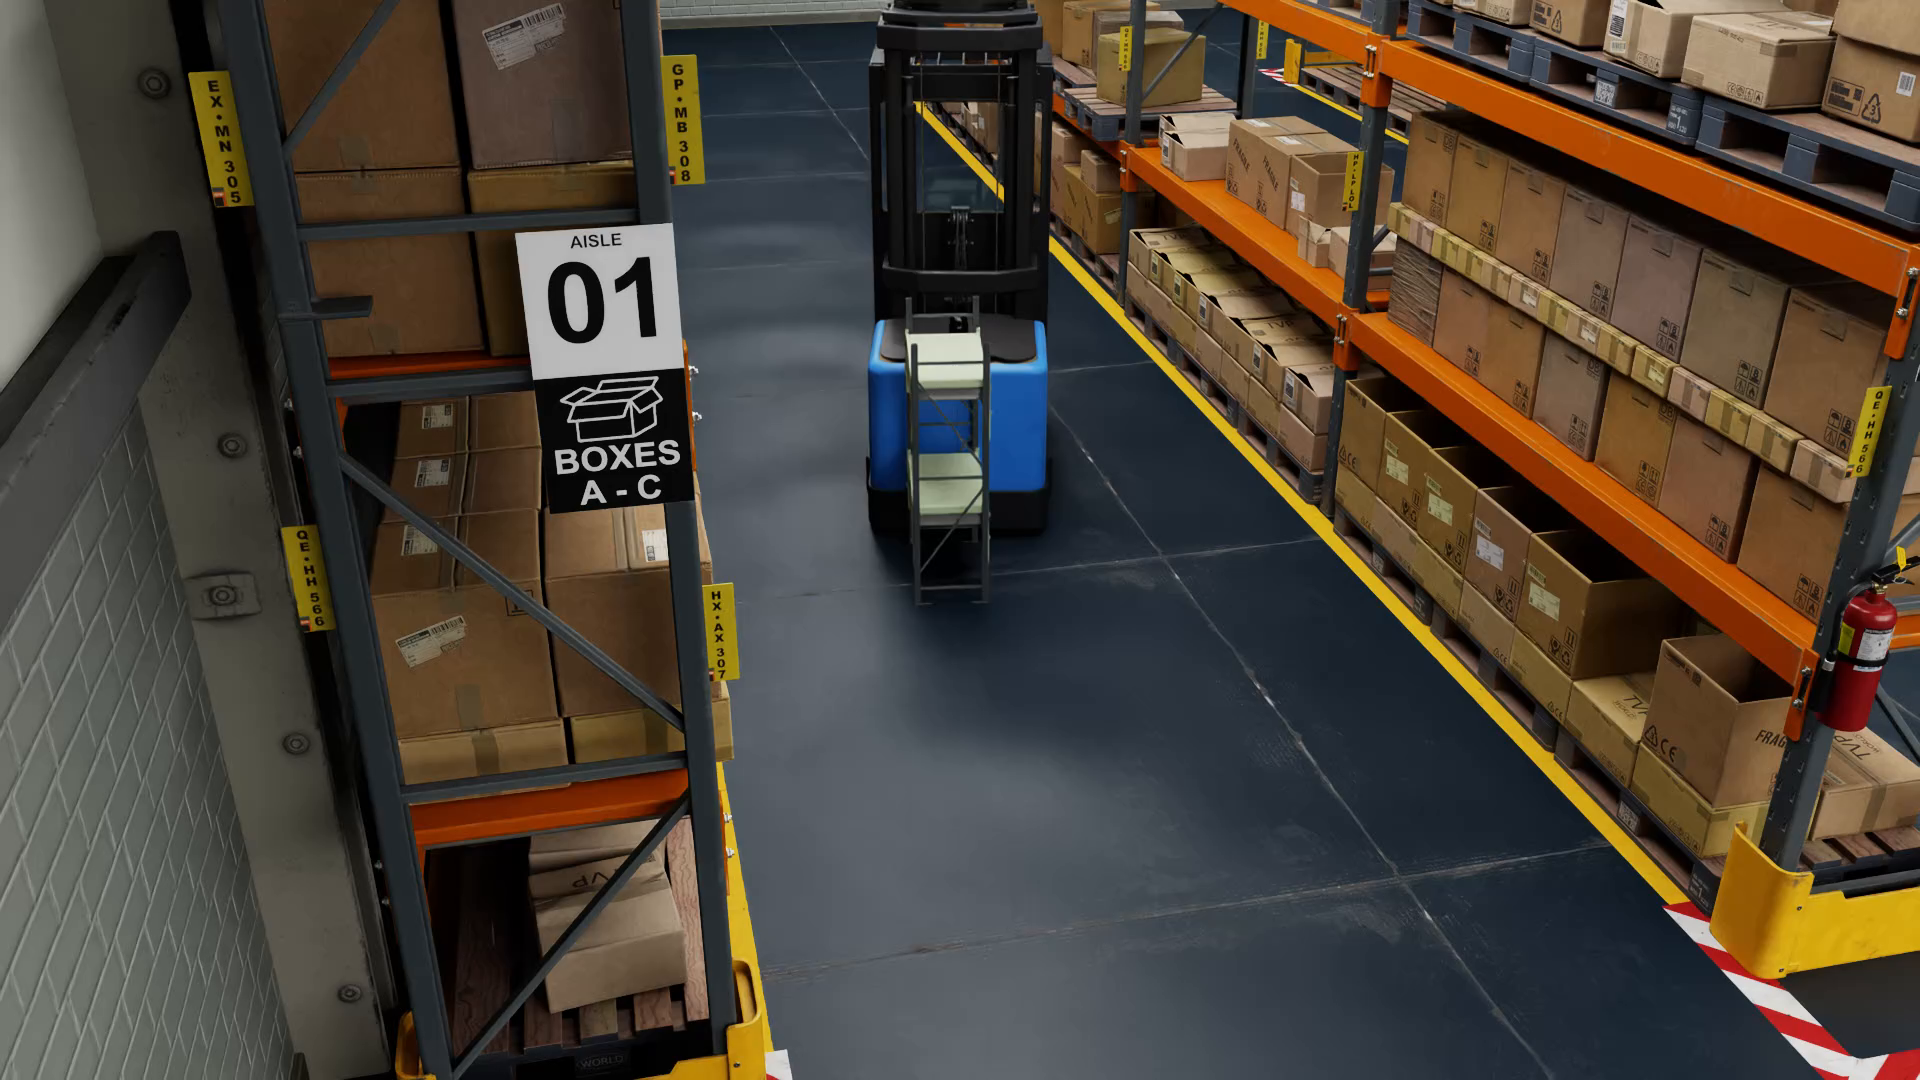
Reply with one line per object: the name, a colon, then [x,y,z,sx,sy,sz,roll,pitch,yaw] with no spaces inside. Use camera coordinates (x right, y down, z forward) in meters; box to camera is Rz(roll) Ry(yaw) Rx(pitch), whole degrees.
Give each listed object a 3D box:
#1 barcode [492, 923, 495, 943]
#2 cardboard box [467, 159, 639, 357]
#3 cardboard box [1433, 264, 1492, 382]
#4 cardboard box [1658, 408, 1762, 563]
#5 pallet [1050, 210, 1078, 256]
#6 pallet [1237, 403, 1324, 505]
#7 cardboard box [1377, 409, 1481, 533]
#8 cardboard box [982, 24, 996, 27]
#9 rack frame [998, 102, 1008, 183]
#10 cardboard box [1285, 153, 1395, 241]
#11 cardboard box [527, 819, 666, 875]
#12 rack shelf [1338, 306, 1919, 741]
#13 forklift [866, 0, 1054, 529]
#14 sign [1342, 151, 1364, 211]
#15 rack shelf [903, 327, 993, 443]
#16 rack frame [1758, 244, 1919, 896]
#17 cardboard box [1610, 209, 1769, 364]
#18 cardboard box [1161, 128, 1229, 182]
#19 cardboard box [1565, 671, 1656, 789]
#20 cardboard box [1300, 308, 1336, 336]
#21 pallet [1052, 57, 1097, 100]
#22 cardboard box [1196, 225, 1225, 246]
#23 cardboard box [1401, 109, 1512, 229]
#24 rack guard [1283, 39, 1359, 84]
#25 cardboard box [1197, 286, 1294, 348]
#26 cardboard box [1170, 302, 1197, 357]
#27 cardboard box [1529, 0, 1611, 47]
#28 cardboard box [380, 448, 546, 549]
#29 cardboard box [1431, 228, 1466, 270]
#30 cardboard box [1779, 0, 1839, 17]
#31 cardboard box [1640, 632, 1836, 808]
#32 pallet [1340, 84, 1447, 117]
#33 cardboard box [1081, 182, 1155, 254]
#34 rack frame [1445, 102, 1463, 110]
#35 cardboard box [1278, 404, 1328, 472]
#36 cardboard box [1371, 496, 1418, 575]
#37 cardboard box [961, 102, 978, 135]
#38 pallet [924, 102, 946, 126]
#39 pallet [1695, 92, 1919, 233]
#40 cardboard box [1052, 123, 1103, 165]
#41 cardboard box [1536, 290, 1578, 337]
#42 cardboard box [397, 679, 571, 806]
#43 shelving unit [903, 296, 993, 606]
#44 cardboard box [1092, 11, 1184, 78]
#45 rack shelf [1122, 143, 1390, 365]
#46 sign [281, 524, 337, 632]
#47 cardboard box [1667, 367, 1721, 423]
barcode: [-1.701,1.437,6.060,0.001,0.075,0.075,-6,27,-12]
cardboard box: [-1.071,-0.848,4.639,0.500,0.500,0.500,-5,27,-10]
cardboard box: [2.916,-1.163,8.615,0.700,0.500,0.500,-6,27,-12]
cardboard box: [3.371,-0.268,6.842,0.700,0.500,0.500,-5,27,-10]
pallet: [1.381,-2.921,15.303,1.003,0.211,1.213,-6,27,-12]
pallet: [2.481,-0.618,10.740,1.003,0.211,1.213,-6,27,-12]
cardboard box: [2.605,-0.384,8.936,0.500,0.500,0.500,-6,27,-12]
cardboard box: [0.519,-5.294,16.798,0.500,0.500,0.500,-6,27,-11]
rack frame: [0.882,-5.056,16.437,1.000,3.000,0.127,-6,27,-12]
cardboard box: [2.409,-2.158,10.586,0.500,0.500,0.500,-4,27,-8]
cardboard box: [-1.436,1.158,6.623,0.500,0.311,0.500,-4,27,-7]
rack shelf: [3.136,-0.344,7.902,1.077,0.370,4.000,-6,27,-12]
forklift: [0.011,-1.994,10.447,1.130,2.935,3.031,0,27,1]
sign: [2.158,-1.966,9.119,0.100,0.325,0.005,-6,27,-12]
rack shelf: [-0.072,-0.834,8.872,0.431,0.370,0.720,-2,27,-3]
rack frame: [3.586,0.212,6.000,1.000,3.000,0.127,-6,27,-12]
cardboard box: [3.243,-1.092,7.035,0.700,0.500,0.500,-6,27,-11]
cardboard box: [1.796,-2.847,12.161,0.500,0.311,0.500,-6,27,-12]
cardboard box: [3.053,0.829,7.365,0.500,0.250,0.500,-6,27,-12]
cardboard box: [2.609,-1.408,11.174,0.500,0.311,0.500,-7,28,-13]
pallet: [1.341,-4.067,14.692,1.003,0.211,1.213,-6,27,-12]
cardboard box: [2.141,-2.305,12.951,0.500,0.311,0.500,-5,27,-10]
cardboard box: [2.791,-1.973,8.780,0.700,0.500,0.500,-6,27,-11]
rack guard: [4.789,-6.206,21.491,1.175,0.500,0.348,-6,27,-12]
cardboard box: [1.971,-1.571,11.496,0.500,0.311,0.500,-6,27,-12]
cardboard box: [1.853,-1.552,12.081,0.500,0.250,0.500,-7,28,-13]
cardboard box: [2.933,-2.443,7.196,0.797,0.503,0.637,-3,27,-6]
cardboard box: [-1.656,0.033,5.668,0.500,0.500,0.500,-6,27,-11]
cardboard box: [2.673,-1.517,8.595,0.380,0.149,0.250,-7,28,-13]
cardboard box: [3.478,-2.178,6.675,0.500,0.500,0.500,-6,27,-12]
cardboard box: [3.176,0.713,6.763,0.500,0.500,0.500,-6,27,-12]
pallet: [5.227,-5.168,19.754,1.003,0.211,1.213,-6,27,-12]
cardboard box: [1.344,-2.767,14.189,0.500,0.500,0.500,-5,27,-10]
rack frame: [5.709,-5.557,17.431,1.000,3.000,0.127,-6,27,-12]
cardboard box: [2.309,-0.656,10.306,0.500,0.250,0.500,-6,27,-12]
cardboard box: [2.602,-0.049,9.104,0.500,0.250,0.500,-6,27,-12]
cardboard box: [0.308,-4.602,18.035,0.500,0.311,0.500,-6,27,-12]
pallet: [0.178,-5.183,19.785,1.003,0.211,1.213,-6,27,-12]
pallet: [3.452,-1.400,5.964,1.003,0.211,1.213,-6,27,-12]
cardboard box: [1.093,-3.575,14.957,0.500,0.250,0.500,-6,27,-13]
cardboard box: [2.909,-1.060,7.691,0.380,0.149,0.250,-6,27,-12]
cardboard box: [-1.533,0.590,5.397,0.500,0.250,0.500,-6,27,-11]
shelving unit: [-0.072,-0.486,9.048,0.431,1.500,0.755,-2,27,-3]
cardboard box: [1.512,-4.218,14.200,0.700,0.500,0.500,-1,27,-2]
rack shelf: [2.234,-2.100,11.381,1.077,0.370,4.000,-6,27,-12]
sign: [-1.784,0.107,4.574,0.100,0.325,0.005,-6,27,-12]
cardboard box: [3.142,-0.608,6.794,0.380,0.149,0.250,-6,27,-11]
